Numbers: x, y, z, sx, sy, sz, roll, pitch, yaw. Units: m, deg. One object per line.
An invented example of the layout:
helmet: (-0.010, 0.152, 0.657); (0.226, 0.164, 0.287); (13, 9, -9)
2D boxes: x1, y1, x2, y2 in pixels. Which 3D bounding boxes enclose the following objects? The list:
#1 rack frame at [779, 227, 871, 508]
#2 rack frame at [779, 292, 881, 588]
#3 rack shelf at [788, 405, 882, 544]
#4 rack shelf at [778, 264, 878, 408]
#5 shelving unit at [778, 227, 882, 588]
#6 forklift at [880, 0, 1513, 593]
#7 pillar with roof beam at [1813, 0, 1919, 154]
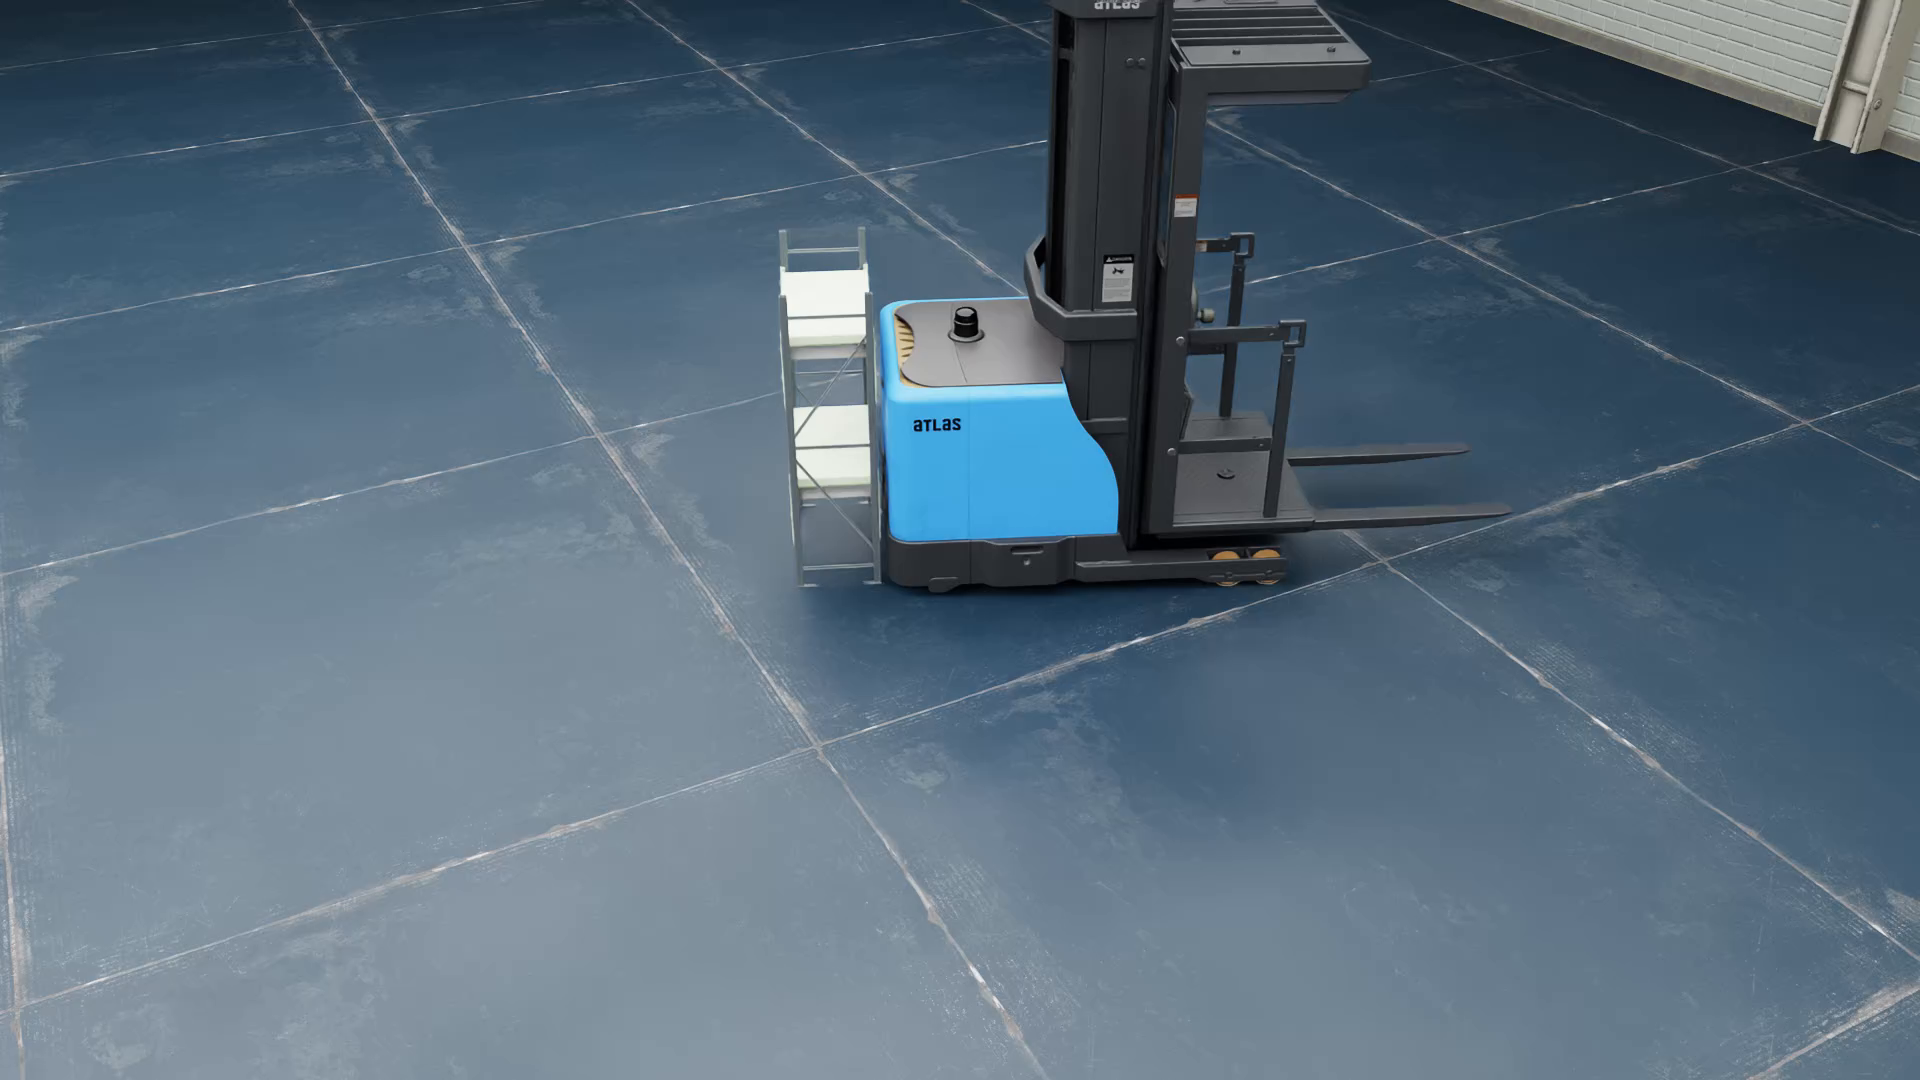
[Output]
rack frame: (-0.639, -0.811, 8.125); (0.400, 1.500, 0.023); (-3, 33, -4)
rack frame: (-0.574, -0.417, 7.511); (0.400, 1.500, 0.023); (-3, 33, -4)
rack shelf: (-0.607, -0.340, 7.994); (0.431, 0.370, 0.720); (-3, 33, -4)
rack shelf: (-0.607, -0.943, 7.608); (0.431, 0.370, 0.720); (-3, 33, -4)
shelving unit: (-0.607, -0.614, 7.818); (0.431, 1.500, 0.755); (-3, 33, -4)
forklift: (1.142, -1.296, 7.556); (3.031, 2.935, 1.130); (-2, 33, -4)
pillar with roof beam: (3.206, -5.842, 9.027); (9.100, 9.000, 0.400); (-16, 36, -23)
